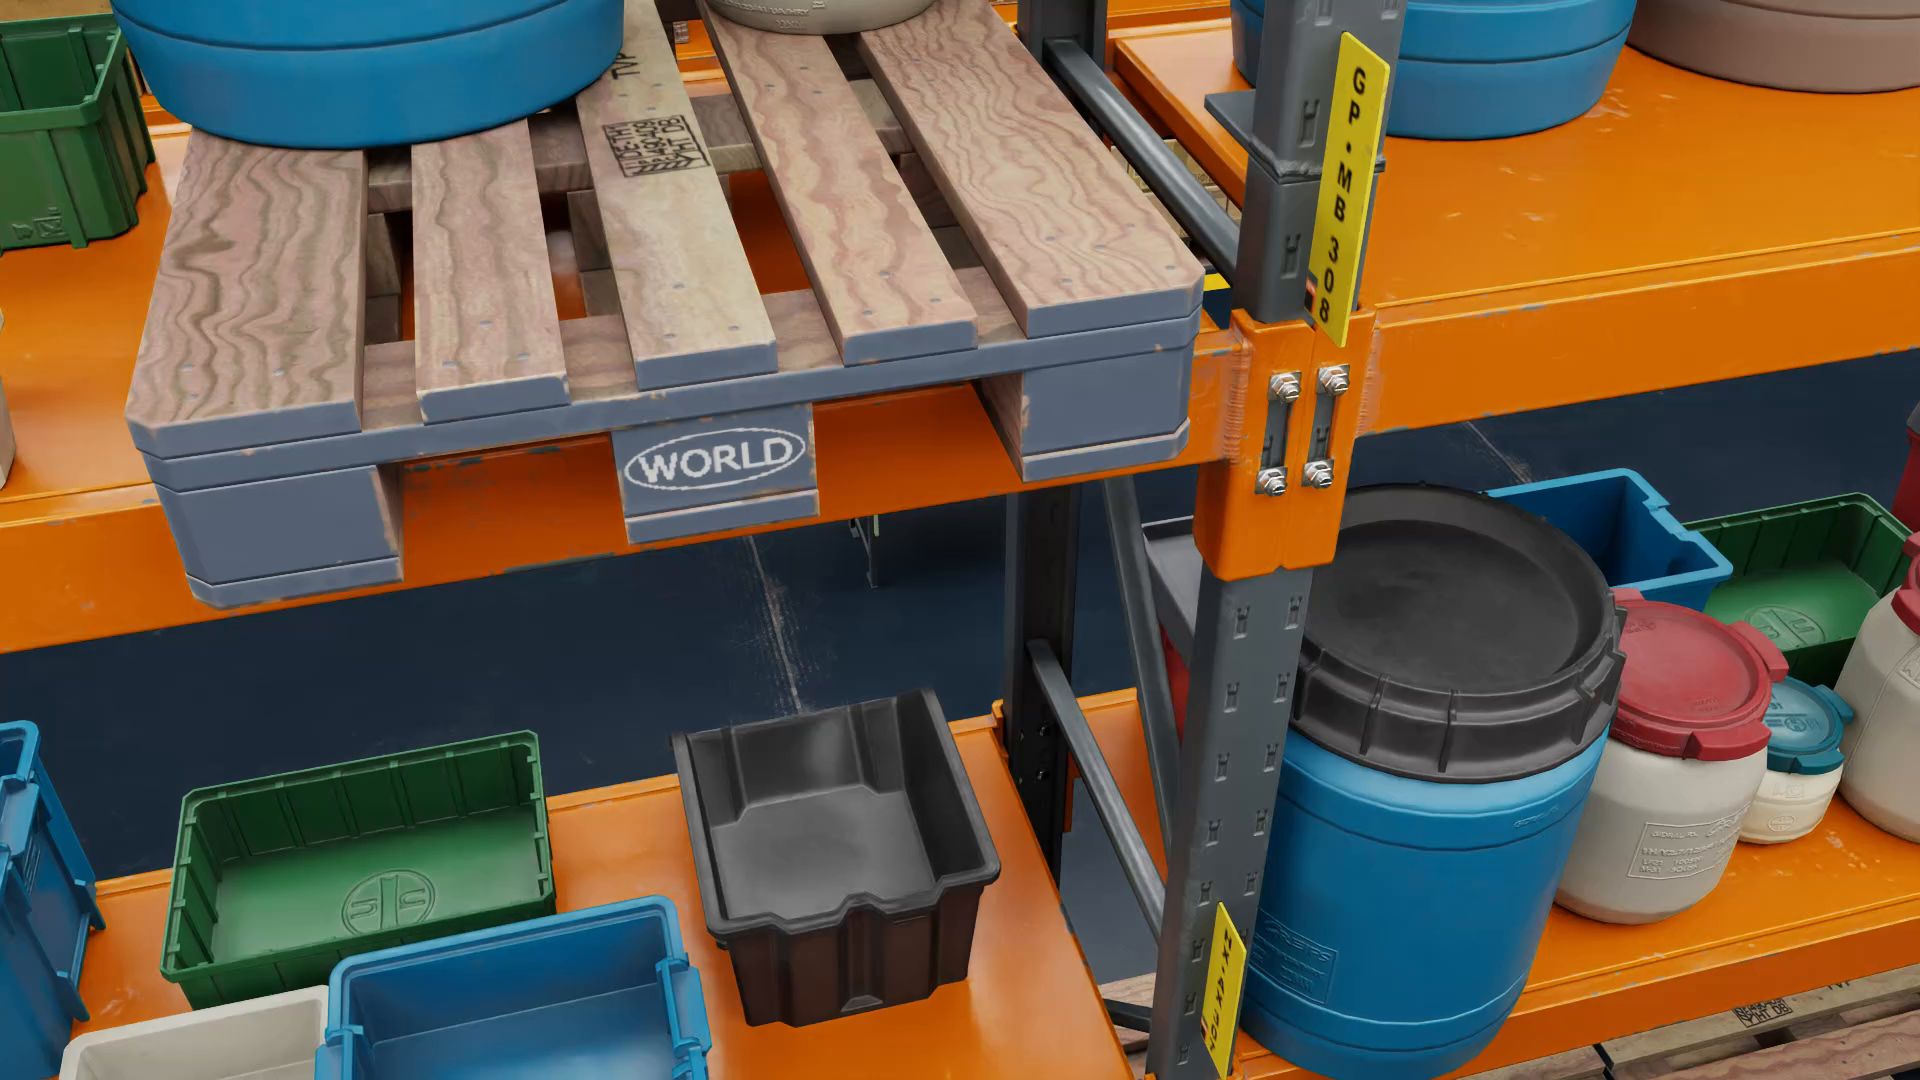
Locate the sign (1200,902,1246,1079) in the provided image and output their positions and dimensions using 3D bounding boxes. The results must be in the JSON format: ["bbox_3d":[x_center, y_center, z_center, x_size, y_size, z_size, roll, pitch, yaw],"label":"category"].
[{"bbox_3d":[0.413,0.714,2.620,0.005,0.325,0.100,-9,38,-12],"label":"sign"}]

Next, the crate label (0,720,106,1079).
[{"bbox_3d":[-1.875,0.669,2.877,0.616,0.435,0.502,-9,38,-12],"label":"crate label"}]

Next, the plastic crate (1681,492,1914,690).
[{"bbox_3d":[1.888,0.142,3.769,0.662,0.188,0.450,-9,38,-12],"label":"plastic crate"}]

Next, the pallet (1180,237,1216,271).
[{"bbox_3d":[0.873,-1.634,8.212,1.213,0.211,1.003,-9,38,-12],"label":"pallet"}]

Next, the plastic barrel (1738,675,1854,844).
[{"bbox_3d":[1.598,0.435,3.326,0.301,0.262,0.301,0,37,0],"label":"plastic barrel"}]

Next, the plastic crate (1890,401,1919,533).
[{"bbox_3d":[2.502,-0.083,3.837,0.583,0.464,0.402,-9,38,-12],"label":"plastic crate"}]

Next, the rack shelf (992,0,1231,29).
[{"bbox_3d":[0.923,-2.437,7.560,4.000,0.370,1.077,-9,38,-12],"label":"rack shelf"}]

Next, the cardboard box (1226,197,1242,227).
[{"bbox_3d":[1.427,-1.727,7.956,0.500,0.250,0.500,-8,38,-11],"label":"cardboard box"}]

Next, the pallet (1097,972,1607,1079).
[{"bbox_3d":[1.028,1.460,4.168,1.213,0.211,1.003,-9,38,-12],"label":"pallet"}]

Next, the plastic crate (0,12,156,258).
[{"bbox_3d":[-1.314,-0.517,2.163,0.450,0.188,0.336,-9,38,-12],"label":"plastic crate"}]

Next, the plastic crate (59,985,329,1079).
[{"bbox_3d":[-1.222,1.010,2.678,0.437,0.136,0.530,-9,38,-12],"label":"plastic crate"}]

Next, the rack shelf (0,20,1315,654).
[{"bbox_3d":[-1.651,-0.089,2.021,4.000,0.370,1.077,-9,38,-12],"label":"rack shelf"}]

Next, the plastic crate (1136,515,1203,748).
[{"bbox_3d":[0.668,0.218,3.443,0.583,0.464,0.402,-9,38,-12],"label":"plastic crate"}]

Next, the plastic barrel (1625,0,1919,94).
[{"bbox_3d":[1.346,-1.202,2.471,0.600,0.901,0.600,0,37,0],"label":"plastic barrel"}]

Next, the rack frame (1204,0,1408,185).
[{"bbox_3d":[0.280,-1.883,1.305,0.127,3.000,1.000,-9,38,-12],"label":"rack frame"}]

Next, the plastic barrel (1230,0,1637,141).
[{"bbox_3d":[0.714,-1.099,2.336,0.708,0.901,0.600,-9,38,-12],"label":"plastic barrel"}]

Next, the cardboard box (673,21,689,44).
[{"bbox_3d":[-1.435,-2.372,6.800,0.500,0.500,0.700,-10,39,-13],"label":"cardboard box"}]

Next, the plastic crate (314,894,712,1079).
[{"bbox_3d":[-0.718,0.893,2.736,0.616,0.251,0.499,-9,38,-12],"label":"plastic crate"}]

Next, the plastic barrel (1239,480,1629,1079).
[{"bbox_3d":[0.732,0.417,2.823,0.708,0.901,0.600,-9,38,-12],"label":"plastic barrel"}]

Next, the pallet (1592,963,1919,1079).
[{"bbox_3d":[2.208,1.265,4.423,1.213,0.211,1.003,-9,38,-12],"label":"pallet"}]

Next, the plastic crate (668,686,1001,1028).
[{"bbox_3d":[-0.259,0.533,3.136,0.504,0.338,0.767,-9,38,-12],"label":"plastic crate"}]

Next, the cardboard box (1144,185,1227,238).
[{"bbox_3d":[0.931,-1.643,7.847,0.500,0.250,0.500,-9,38,-11],"label":"cardboard box"}]

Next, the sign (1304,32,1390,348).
[{"bbox_3d":[0.413,-0.371,1.790,0.005,0.325,0.100,-9,38,-12],"label":"sign"}]

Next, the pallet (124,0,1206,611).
[{"bbox_3d":[-0.391,-0.445,2.050,1.003,0.211,1.213,-9,38,-12],"label":"pallet"}]

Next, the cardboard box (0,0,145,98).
[{"bbox_3d":[-3.429,-2.040,6.366,0.500,0.500,0.700,-9,38,-12],"label":"cardboard box"}]

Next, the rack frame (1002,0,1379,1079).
[{"bbox_3d":[0.280,0.500,3.128,0.127,3.000,1.000,-9,38,-12],"label":"rack frame"}]

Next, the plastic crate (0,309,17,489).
[{"bbox_3d":[-1.164,-0.096,1.654,0.396,0.136,0.243,-9,38,-12],"label":"plastic crate"}]

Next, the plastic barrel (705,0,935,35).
[{"bbox_3d":[-0.187,-0.950,2.116,0.421,0.512,0.421,0,37,0],"label":"plastic barrel"}]

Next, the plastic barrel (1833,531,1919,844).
[{"bbox_3d":[1.969,0.307,3.268,0.433,0.535,0.433,0,37,0],"label":"plastic barrel"}]

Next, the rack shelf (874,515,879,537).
[{"bbox_3d":[-0.006,-0.336,5.991,0.720,0.370,0.431,-9,38,-12],"label":"rack shelf"}]

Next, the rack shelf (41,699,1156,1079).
[{"bbox_3d":[-1.651,1.102,2.932,4.000,0.370,1.077,-9,38,-12],"label":"rack shelf"}]

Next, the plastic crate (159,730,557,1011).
[{"bbox_3d":[-1.104,0.633,3.128,0.662,0.188,0.450,-9,38,-12],"label":"plastic crate"}]

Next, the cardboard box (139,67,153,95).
[{"bbox_3d":[-2.922,-2.126,6.478,0.500,0.500,0.700,-8,38,-11],"label":"cardboard box"}]

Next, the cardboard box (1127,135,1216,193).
[{"bbox_3d":[0.940,-1.867,7.678,0.500,0.311,0.500,-8,38,-11],"label":"cardboard box"}]

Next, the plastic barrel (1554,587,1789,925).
[{"bbox_3d":[1.261,0.423,3.117,0.433,0.535,0.433,0,37,0],"label":"plastic barrel"}]

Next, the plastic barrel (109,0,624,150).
[{"bbox_3d":[-0.709,-0.963,1.813,0.708,0.901,0.600,-9,38,-12],"label":"plastic barrel"}]

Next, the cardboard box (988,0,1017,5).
[{"bbox_3d":[0.246,-2.642,7.152,0.500,0.500,0.500,-7,38,-9],"label":"cardboard box"}]

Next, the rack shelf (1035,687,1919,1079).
[{"bbox_3d":[2.211,0.469,3.761,4.000,0.370,1.077,-9,38,-12],"label":"rack shelf"}]

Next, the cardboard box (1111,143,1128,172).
[{"bbox_3d":[0.440,-1.782,7.567,0.500,0.311,0.500,-11,39,-13],"label":"cardboard box"}]

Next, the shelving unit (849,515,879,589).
[{"bbox_3d":[-0.006,-0.595,5.793,0.755,1.500,0.431,-9,38,-12],"label":"shelving unit"}]

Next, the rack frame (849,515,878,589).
[{"bbox_3d":[-0.360,-0.537,5.717,0.023,1.500,0.400,-9,38,-12],"label":"rack frame"}]

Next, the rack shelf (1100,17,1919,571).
[{"bbox_3d":[2.211,-0.723,2.849,4.000,0.370,1.077,-9,38,-12],"label":"rack shelf"}]

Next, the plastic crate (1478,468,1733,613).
[{"bbox_3d":[1.264,0.149,3.600,0.575,0.384,0.392,-9,38,-12],"label":"plastic crate"}]

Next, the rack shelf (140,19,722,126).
[{"bbox_3d":[-2.939,-1.804,6.731,4.000,0.370,1.077,-9,38,-12],"label":"rack shelf"}]
